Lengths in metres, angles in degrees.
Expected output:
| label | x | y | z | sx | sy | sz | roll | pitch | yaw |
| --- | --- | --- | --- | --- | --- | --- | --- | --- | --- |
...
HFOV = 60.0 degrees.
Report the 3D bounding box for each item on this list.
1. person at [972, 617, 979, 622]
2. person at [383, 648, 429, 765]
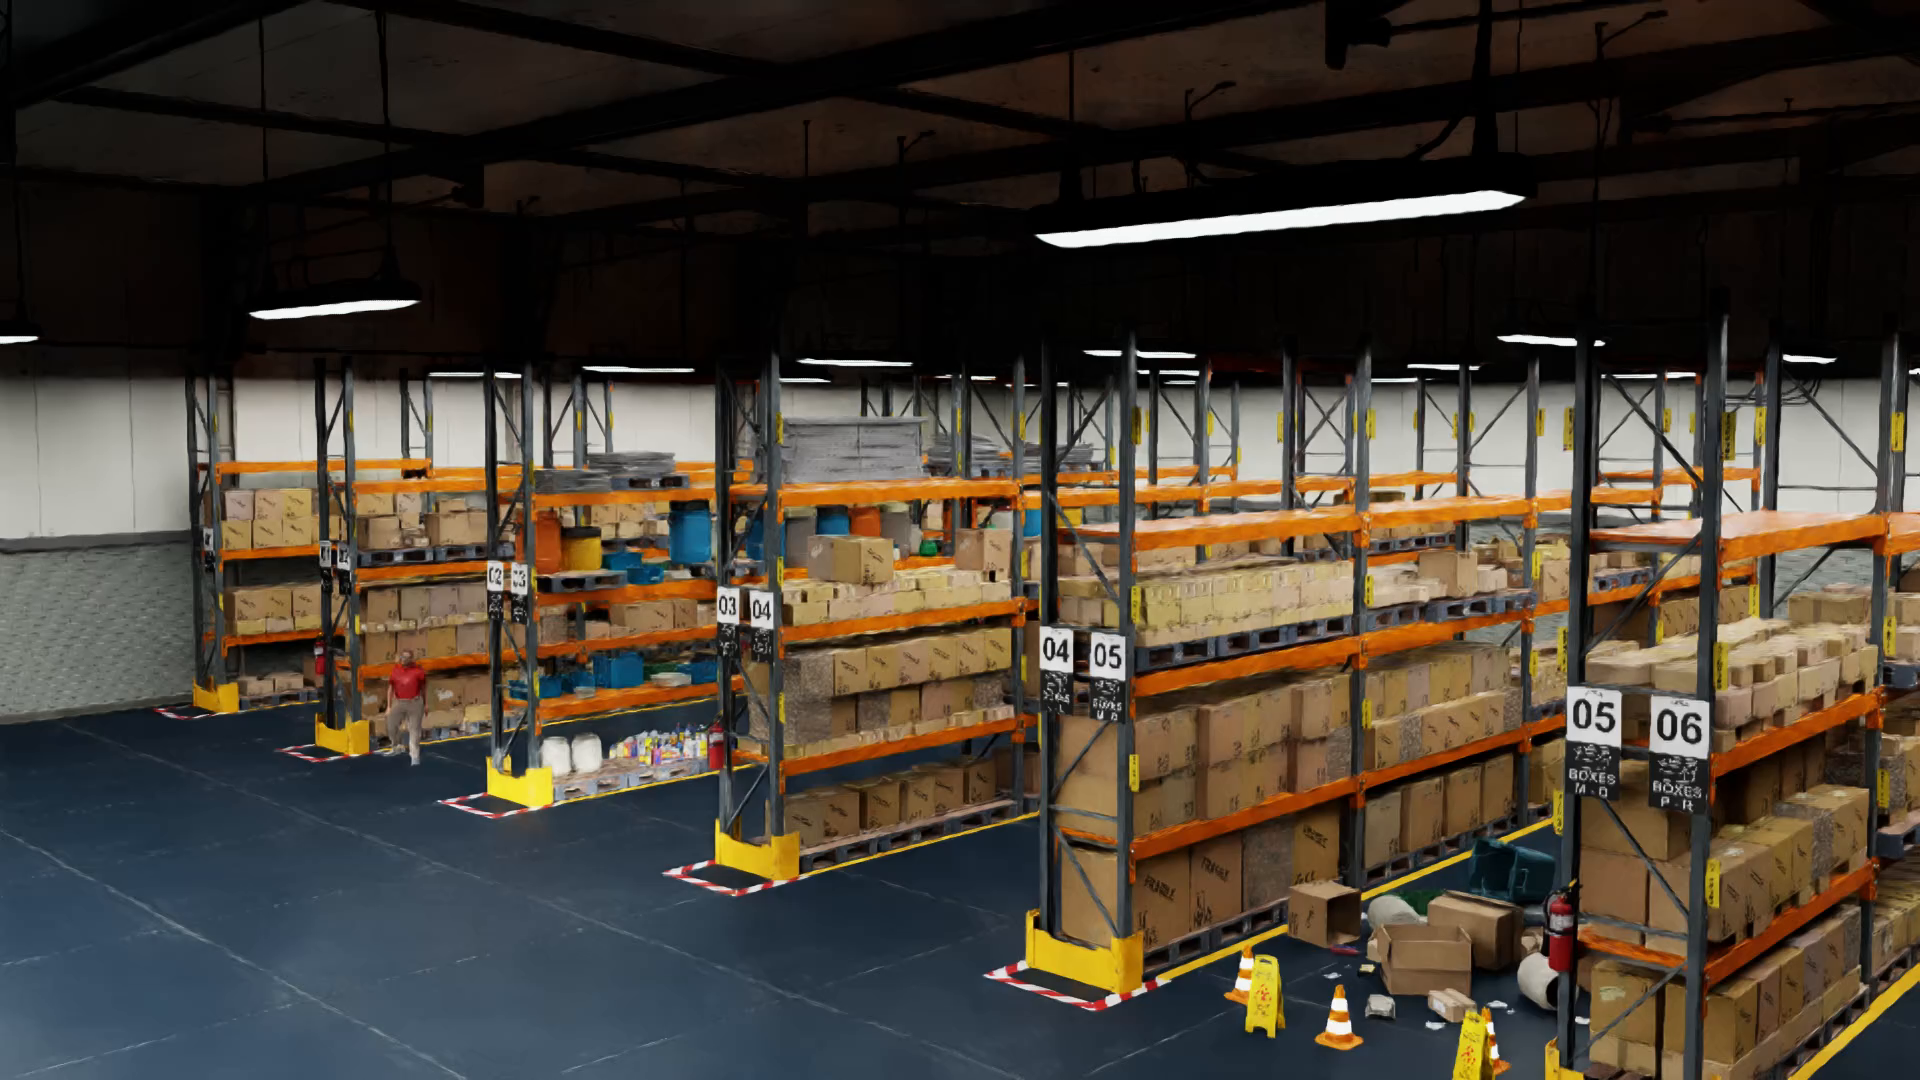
| label | x | y | z | sx | sy | sz | roll | pitch | yaw |
| --- | --- | --- | --- | --- | --- | --- | --- | --- | --- |
| person | 0.221 | 1.756 | 33.552 | 0.449 | 1.668 | 0.530 | 1 | 5 | 14 |
| person | -8.215 | 2.430 | 24.522 | 0.737 | 1.719 | 0.545 | 0 | 4 | 3 |
